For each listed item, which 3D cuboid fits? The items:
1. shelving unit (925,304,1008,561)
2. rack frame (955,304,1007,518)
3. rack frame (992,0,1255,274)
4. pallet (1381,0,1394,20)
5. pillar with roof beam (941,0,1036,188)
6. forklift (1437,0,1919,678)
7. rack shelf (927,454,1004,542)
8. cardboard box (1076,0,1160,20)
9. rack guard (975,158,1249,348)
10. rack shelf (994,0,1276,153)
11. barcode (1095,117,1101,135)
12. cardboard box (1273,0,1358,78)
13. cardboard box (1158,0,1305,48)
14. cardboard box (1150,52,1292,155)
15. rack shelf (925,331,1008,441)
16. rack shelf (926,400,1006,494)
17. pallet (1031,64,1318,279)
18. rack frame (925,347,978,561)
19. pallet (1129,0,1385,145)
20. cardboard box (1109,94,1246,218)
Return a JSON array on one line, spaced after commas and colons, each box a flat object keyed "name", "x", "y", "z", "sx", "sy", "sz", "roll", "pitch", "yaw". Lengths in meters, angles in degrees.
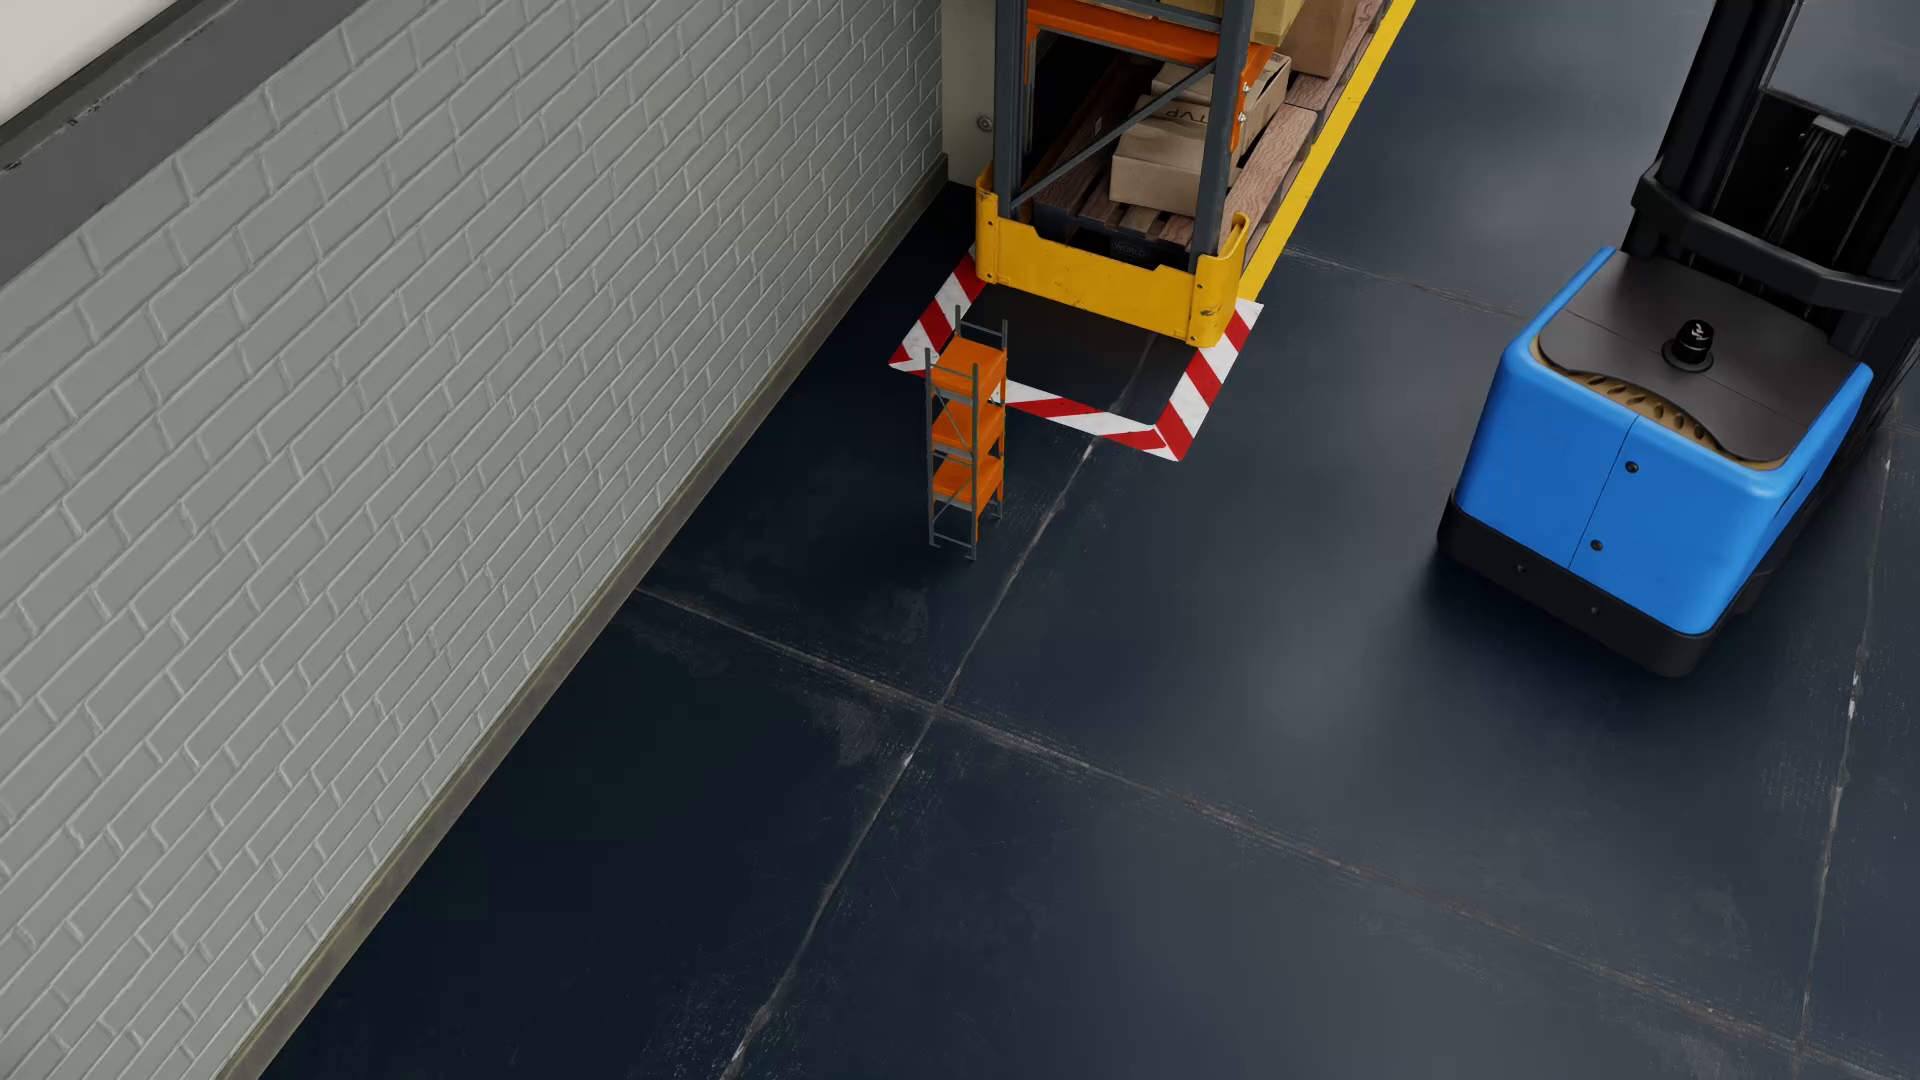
[{"name": "shelving unit", "x": 0.023, "y": -0.377, "z": 6.197, "sx": 0.215, "sy": 1.050, "sz": 0.252, "roll": 20, "pitch": 52, "yaw": 16}, {"name": "rack frame", "x": 0.075, "y": -0.461, "z": 6.268, "sx": 0.200, "sy": 1.050, "sz": 0.008, "roll": 20, "pitch": 52, "yaw": 16}, {"name": "rack frame", "x": 0.617, "y": -2.051, "z": 6.341, "sx": 1.000, "sy": 3.000, "sz": 0.127, "roll": 20, "pitch": 52, "yaw": 16}, {"name": "pallet", "x": 2.070, "y": -3.428, "z": 9.343, "sx": 1.003, "sy": 0.211, "sz": 1.213, "roll": 20, "pitch": 52, "yaw": 16}, {"name": "pillar with roof beam", "x": 4.026, "y": -3.358, "z": 3.514, "sx": 9.100, "sy": 9.000, "sz": 0.400, "roll": 20, "pitch": 52, "yaw": 16}, {"name": "forklift", "x": 3.203, "y": -1.500, "z": 5.917, "sx": 1.130, "sy": 2.935, "sz": 3.031, "roll": 34, "pitch": 57, "yaw": 25}, {"name": "rack shelf", "x": 0.023, "y": -0.190, "z": 6.416, "sx": 0.215, "sy": 0.259, "sz": 0.240, "roll": 20, "pitch": 52, "yaw": 16}, {"name": "cardboard box", "x": 0.641, "y": -2.394, "z": 6.718, "sx": 0.500, "sy": 0.250, "sz": 0.500, "roll": 20, "pitch": 53, "yaw": 17}, {"name": "rack guard", "x": 0.649, "y": -1.293, "z": 7.337, "sx": 1.175, "sy": 0.500, "sz": 0.348, "roll": 20, "pitch": 52, "yaw": 16}, {"name": "rack shelf", "x": 1.471, "y": -3.195, "z": 7.787, "sx": 1.077, "sy": 0.370, "sz": 4.000, "roll": 20, "pitch": 52, "yaw": 16}, {"name": "barcode", "x": 0.640, "y": -1.915, "z": 7.696, "sx": 0.001, "sy": 0.075, "sz": 0.075, "roll": 20, "pitch": 52, "yaw": 16}, {"name": "cardboard box", "x": 1.596, "y": -2.712, "z": 8.256, "sx": 0.700, "sy": 0.500, "sz": 0.500, "roll": 17, "pitch": 52, "yaw": 14}, {"name": "cardboard box", "x": 1.112, "y": -2.242, "z": 6.588, "sx": 0.500, "sy": 0.250, "sz": 0.500, "roll": 18, "pitch": 52, "yaw": 15}, {"name": "cardboard box", "x": 1.237, "y": -2.162, "z": 7.912, "sx": 0.500, "sy": 0.311, "sz": 0.500, "roll": 24, "pitch": 54, "yaw": 19}, {"name": "rack shelf", "x": 0.023, "y": -0.554, "z": 5.989, "sx": 0.215, "sy": 0.259, "sz": 0.240, "roll": 20, "pitch": 52, "yaw": 16}, {"name": "rack shelf", "x": 0.023, "y": -0.370, "z": 6.205, "sx": 0.215, "sy": 0.259, "sz": 0.240, "roll": 20, "pitch": 52, "yaw": 16}, {"name": "pallet", "x": 1.028, "y": -1.748, "z": 7.914, "sx": 1.003, "sy": 0.211, "sz": 1.213, "roll": 20, "pitch": 52, "yaw": 16}, {"name": "rack frame", "x": -0.029, "y": -0.293, "z": 6.125, "sx": 0.200, "sy": 1.050, "sz": 0.008, "roll": 20, "pitch": 52, "yaw": 16}, {"name": "pallet", "x": 1.551, "y": -2.585, "z": 8.626, "sx": 1.003, "sy": 0.211, "sz": 1.213, "roll": 20, "pitch": 52, "yaw": 16}, {"name": "cardboard box", "x": 0.994, "y": -1.770, "z": 7.578, "sx": 0.500, "sy": 0.311, "sz": 0.500, "roll": 14, "pitch": 51, "yaw": 12}]
